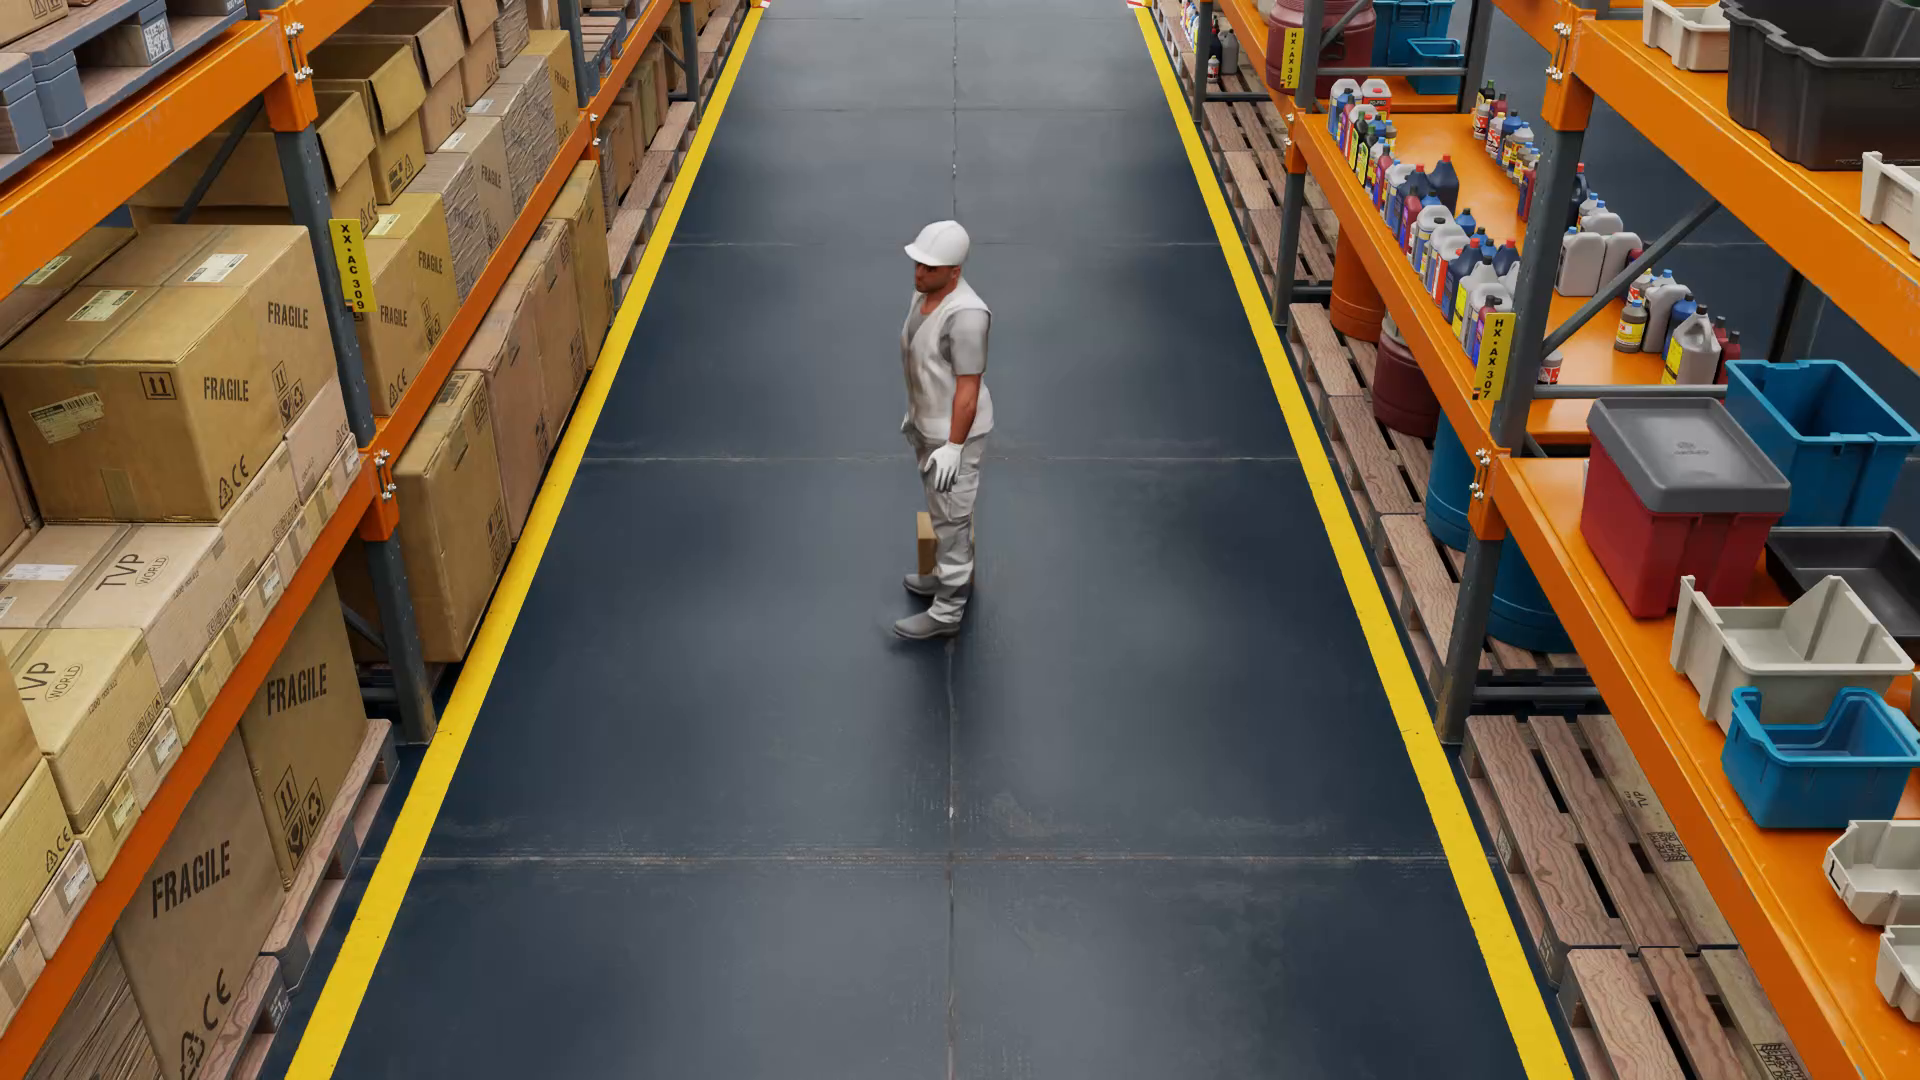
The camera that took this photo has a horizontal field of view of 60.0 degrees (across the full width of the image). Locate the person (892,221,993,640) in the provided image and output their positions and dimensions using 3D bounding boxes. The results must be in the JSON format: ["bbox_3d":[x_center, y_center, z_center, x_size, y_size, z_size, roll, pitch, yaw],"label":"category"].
[{"bbox_3d":[-0.116,-0.438,6.773,0.467,1.794,0.594,-12,33,-18],"label":"person"}]
